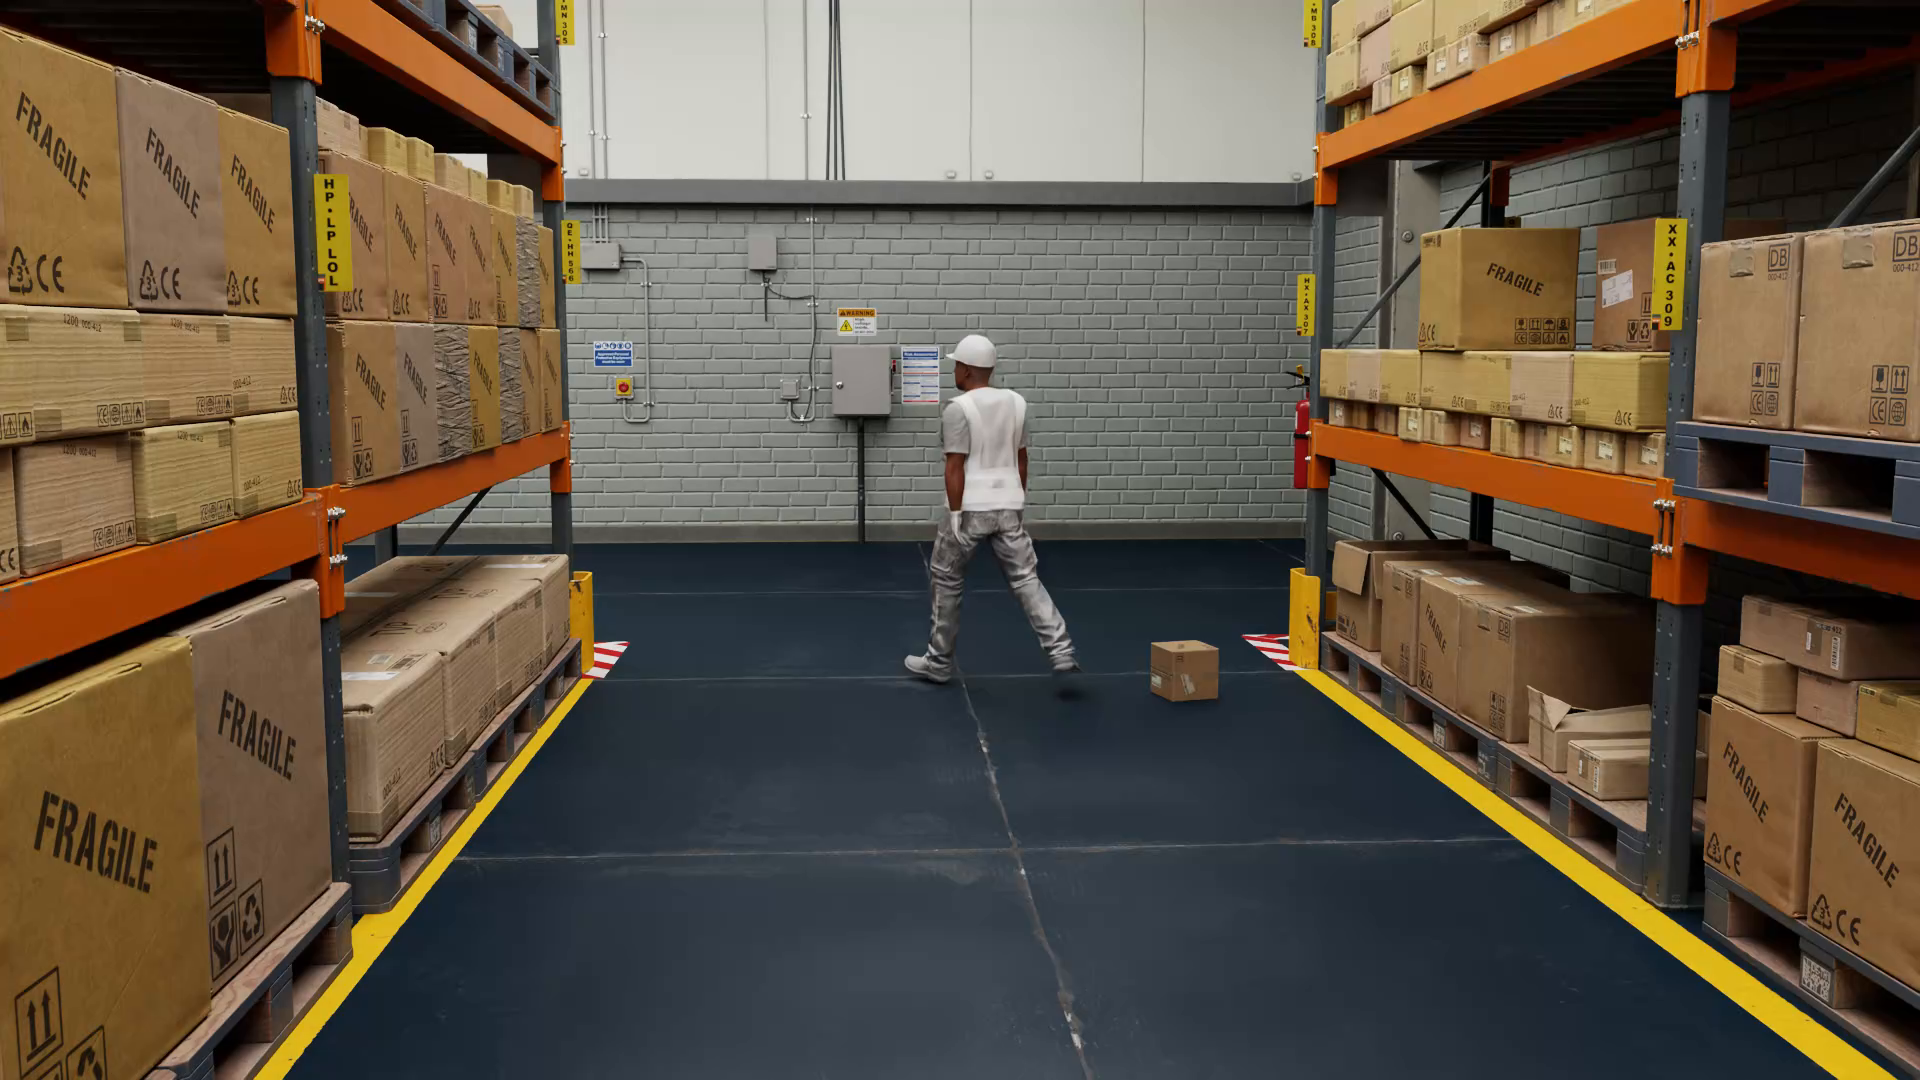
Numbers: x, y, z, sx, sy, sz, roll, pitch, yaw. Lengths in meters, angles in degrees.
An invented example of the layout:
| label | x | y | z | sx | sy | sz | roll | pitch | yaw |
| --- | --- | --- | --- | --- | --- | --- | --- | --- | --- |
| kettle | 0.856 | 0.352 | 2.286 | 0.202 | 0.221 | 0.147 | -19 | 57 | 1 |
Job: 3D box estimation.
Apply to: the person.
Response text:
| label | x | y | z | sx | sy | sz | roll | pitch | yaw |
| --- | --- | --- | --- | --- | --- | --- | --- | --- | --- |
| person | 0.167 | -0.140 | 8.358 | 0.597 | 1.767 | 0.954 | -5 | 8 | -37 |
